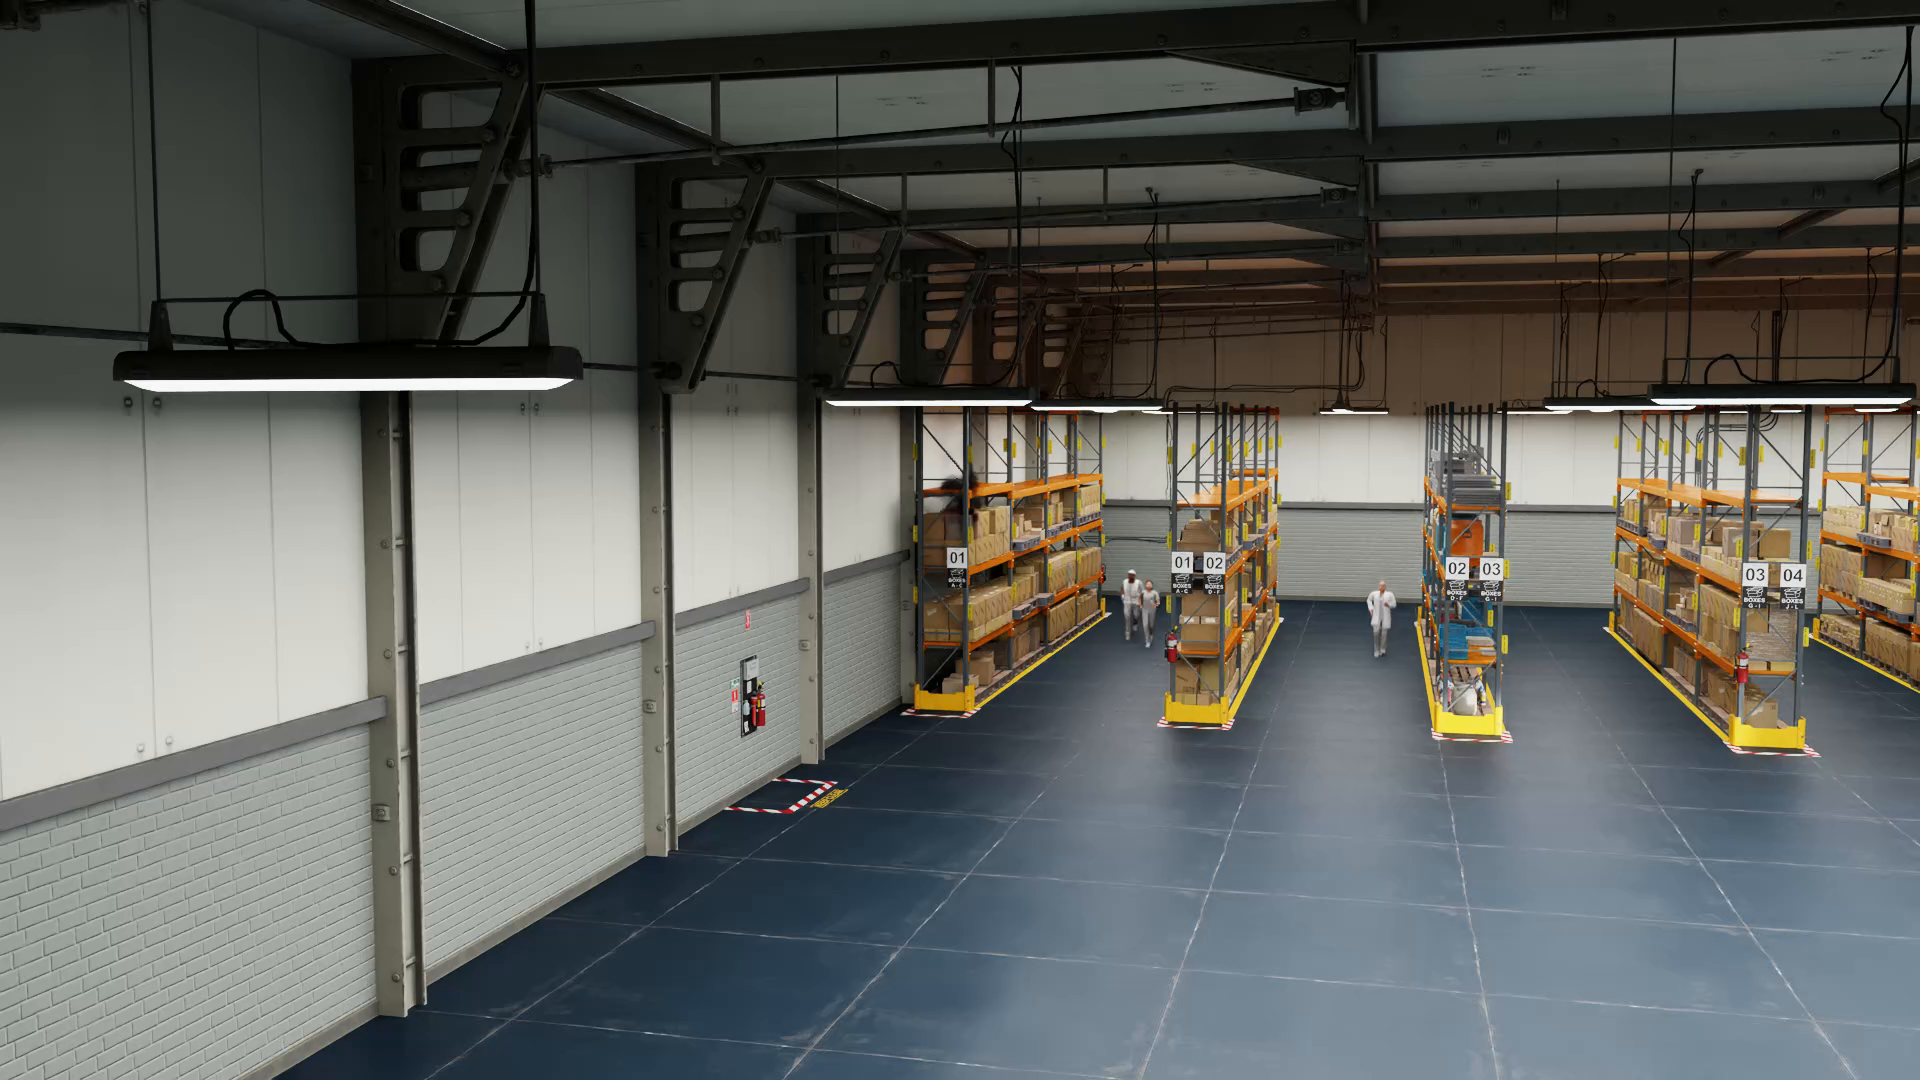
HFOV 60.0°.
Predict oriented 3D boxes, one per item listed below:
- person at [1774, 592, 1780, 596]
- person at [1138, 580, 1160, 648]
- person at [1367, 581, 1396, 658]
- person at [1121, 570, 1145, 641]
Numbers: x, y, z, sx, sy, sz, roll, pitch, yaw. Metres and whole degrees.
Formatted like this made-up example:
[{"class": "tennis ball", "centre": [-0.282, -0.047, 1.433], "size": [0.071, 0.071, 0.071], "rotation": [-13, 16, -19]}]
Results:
[{"class": "person", "centre": [20.562, 1.795, 41.328], "size": [0.710, 1.758, 0.678], "rotation": [1, 4, 18]}, {"class": "person", "centre": [4.730, 1.829, 41.675], "size": [0.567, 1.667, 0.867], "rotation": [1, 4, 9]}, {"class": "person", "centre": [10.077, 1.900, 39.767], "size": [0.682, 1.841, 0.801], "rotation": [1, 4, 15]}, {"class": "person", "centre": [4.476, 1.665, 43.059], "size": [0.648, 1.795, 1.132], "rotation": [1, 4, 8]}]
